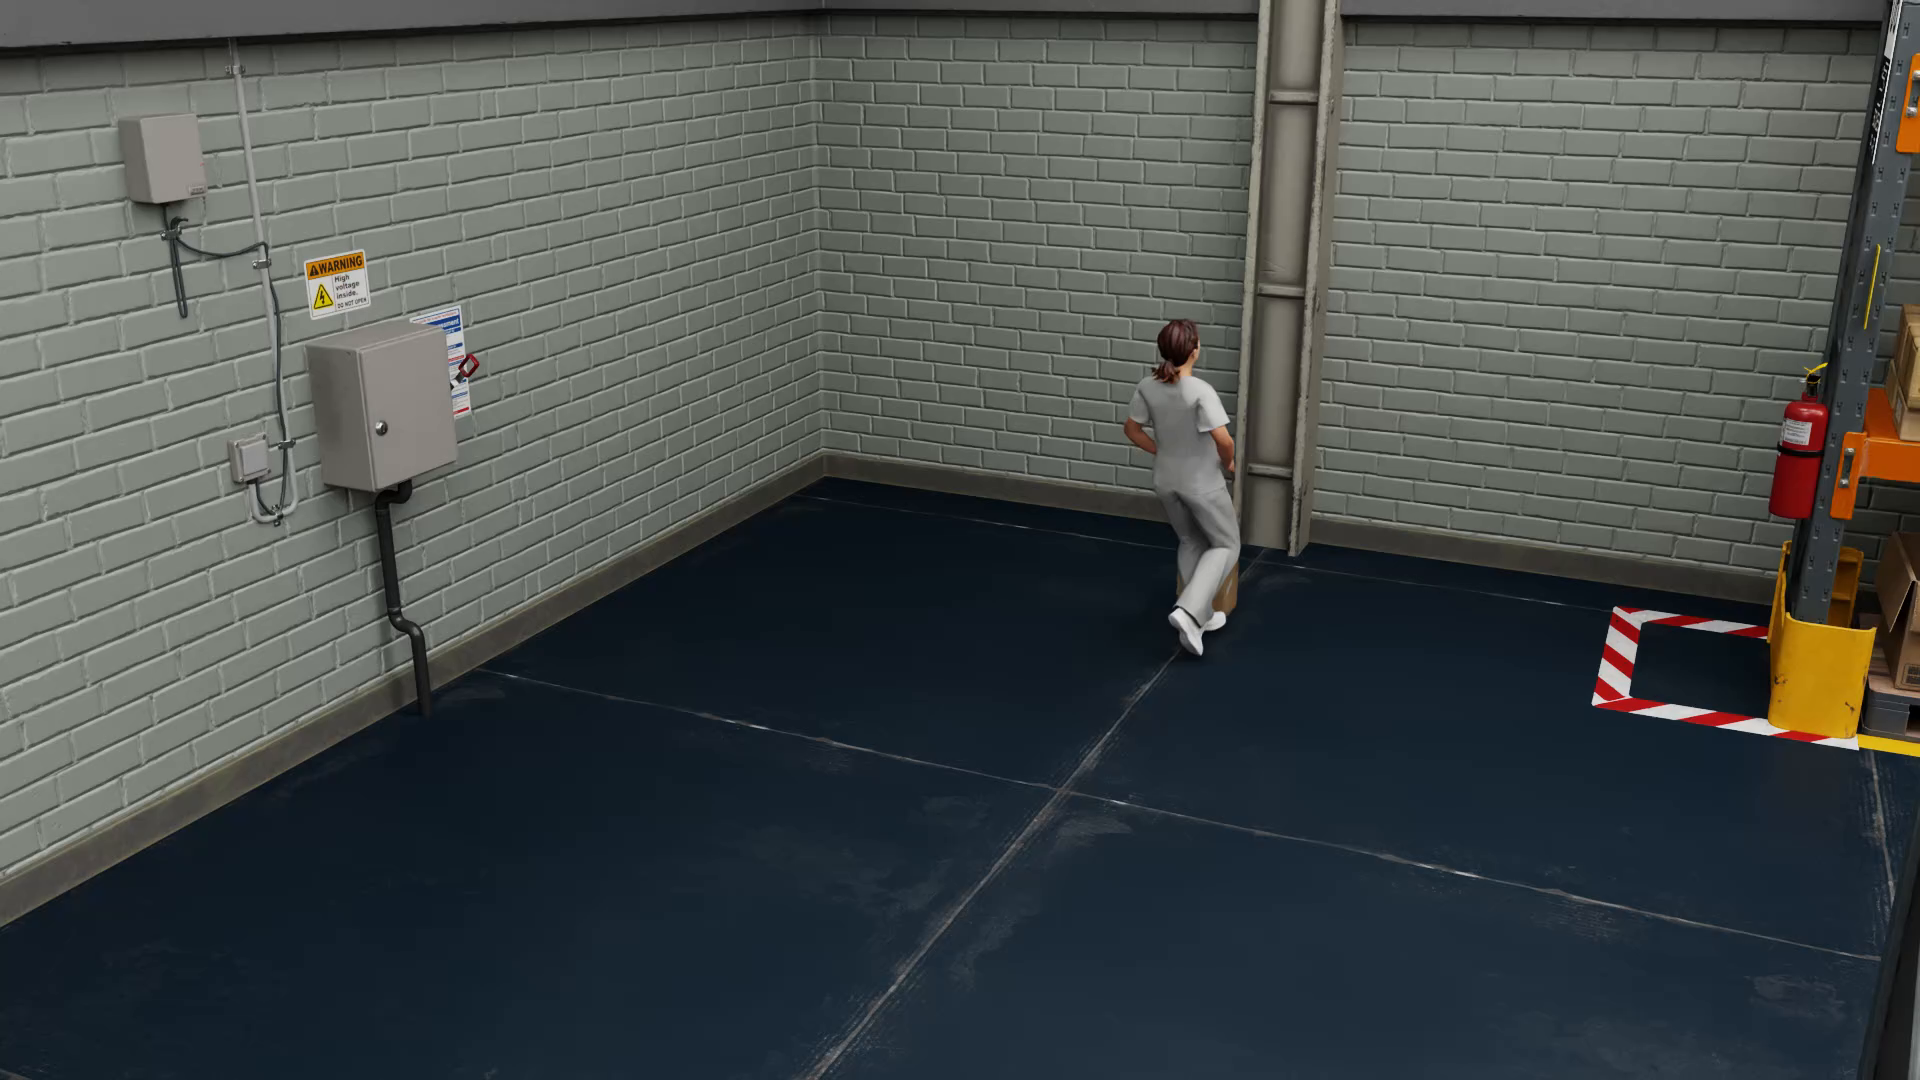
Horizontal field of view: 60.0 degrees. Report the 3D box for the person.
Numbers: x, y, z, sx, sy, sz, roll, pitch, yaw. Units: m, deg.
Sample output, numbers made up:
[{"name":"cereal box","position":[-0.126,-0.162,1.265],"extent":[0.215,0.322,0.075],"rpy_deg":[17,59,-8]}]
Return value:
[{"name":"person","position":[1.110,-0.275,7.926],"extent":[0.601,1.624,0.634],"rpy_deg":[15,24,36]}]
